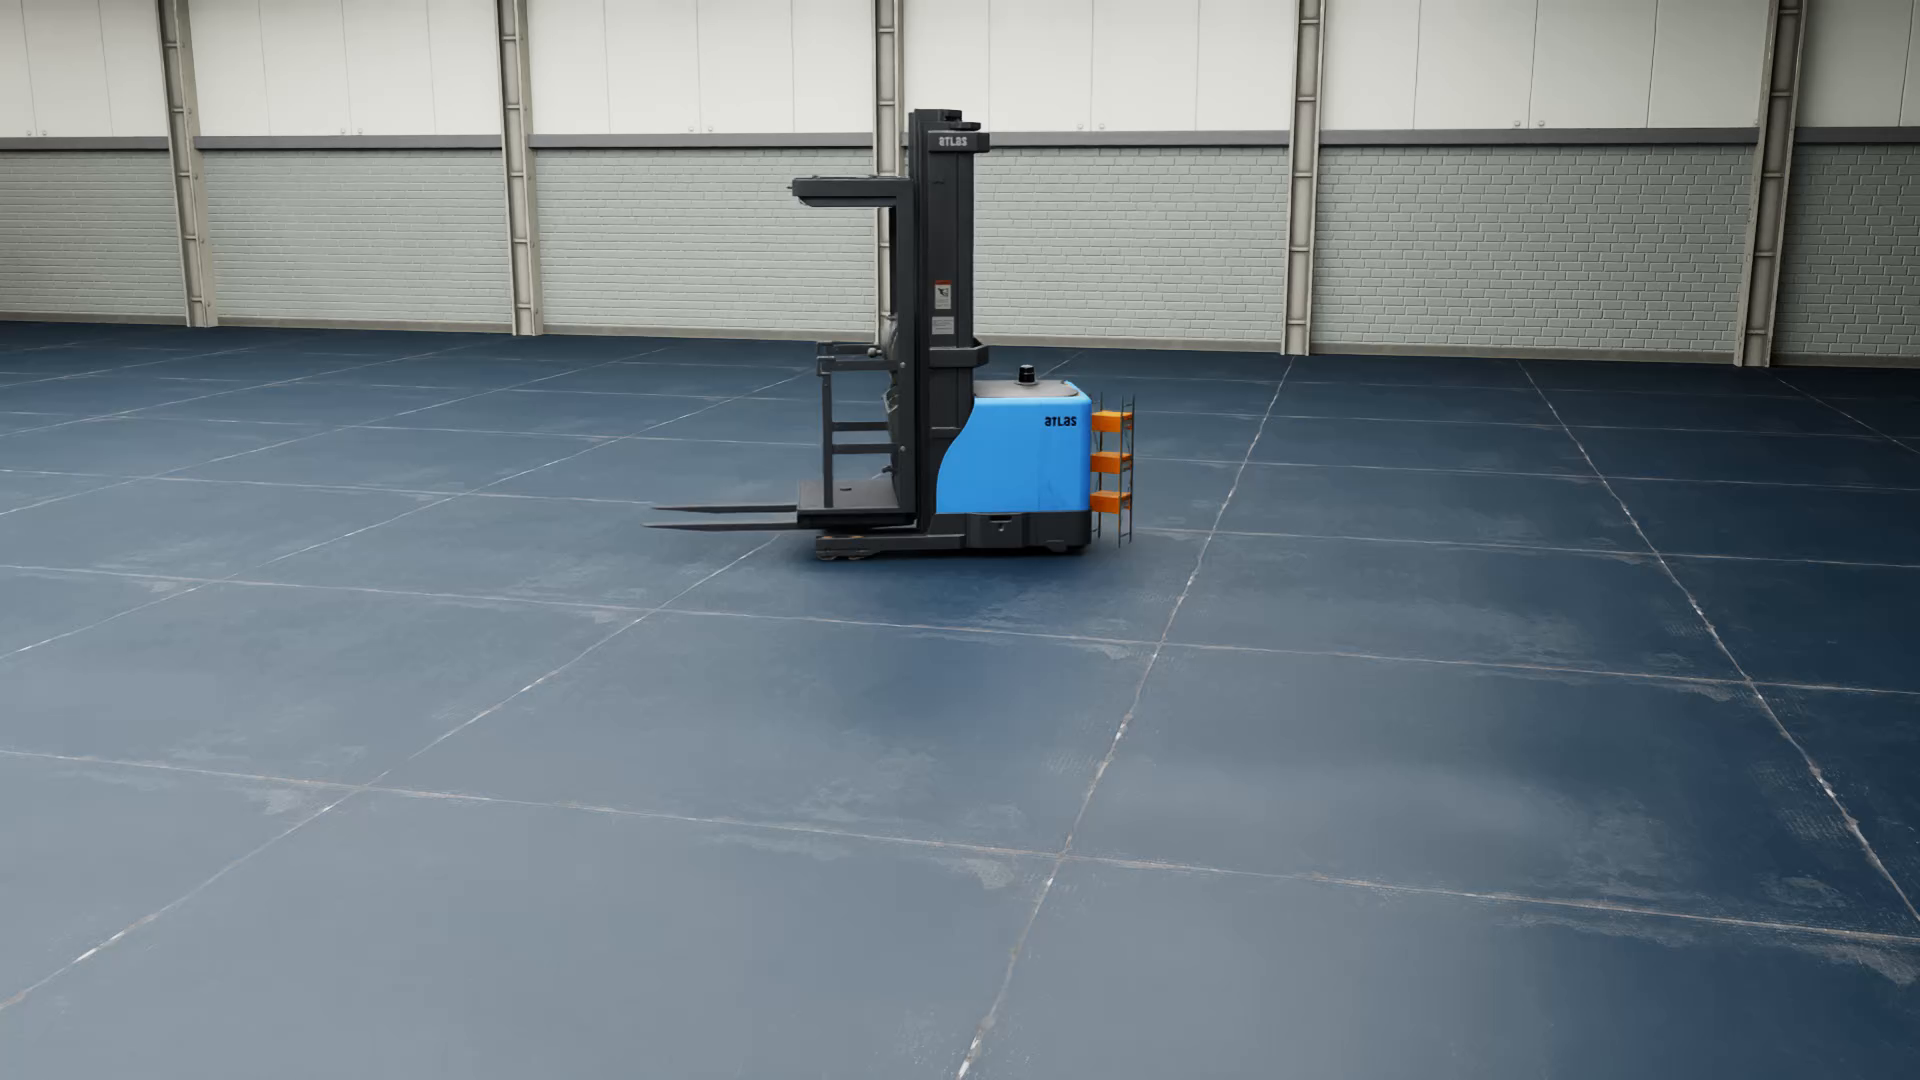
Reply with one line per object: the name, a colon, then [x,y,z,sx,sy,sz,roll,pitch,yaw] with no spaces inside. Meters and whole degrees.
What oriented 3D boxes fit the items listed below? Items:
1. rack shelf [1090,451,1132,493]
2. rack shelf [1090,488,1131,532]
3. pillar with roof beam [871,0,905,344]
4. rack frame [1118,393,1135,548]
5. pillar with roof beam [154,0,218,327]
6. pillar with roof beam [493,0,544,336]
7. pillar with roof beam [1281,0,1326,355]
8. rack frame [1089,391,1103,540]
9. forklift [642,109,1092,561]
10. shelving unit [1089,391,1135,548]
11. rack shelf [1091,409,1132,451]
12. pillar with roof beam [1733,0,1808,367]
rack shelf: [1.044,-0.482,11.527,0.240,0.259,0.215,7,14,30]
rack shelf: [1.044,-0.210,11.586,0.240,0.259,0.215,7,14,30]
pillar with roof beam: [-2.079,-6.451,20.036,0.400,9.000,9.100,3,13,14]
rack frame: [1.148,-0.479,11.464,0.008,1.050,0.200,7,14,30]
pillar with roof beam: [-13.730,-7.074,22.843,0.400,9.000,9.100,3,13,14]
pillar with roof beam: [-7.905,-6.763,21.440,0.400,9.000,9.100,3,13,14]
pillar with roof beam: [3.746,-6.140,18.633,0.400,9.000,9.100,3,13,14]
rack frame: [0.939,-0.506,11.586,0.008,1.050,0.200,7,14,30]
forklift: [-0.653,-1.409,11.317,3.031,2.935,1.130,-1,13,-5]
shelving unit: [1.044,-0.492,11.525,0.252,1.050,0.215,7,14,30]
rack shelf: [1.044,-0.759,11.467,0.240,0.259,0.215,7,14,30]
pillar with roof beam: [9.571,-5.829,17.230,0.400,9.000,9.100,3,13,14]
